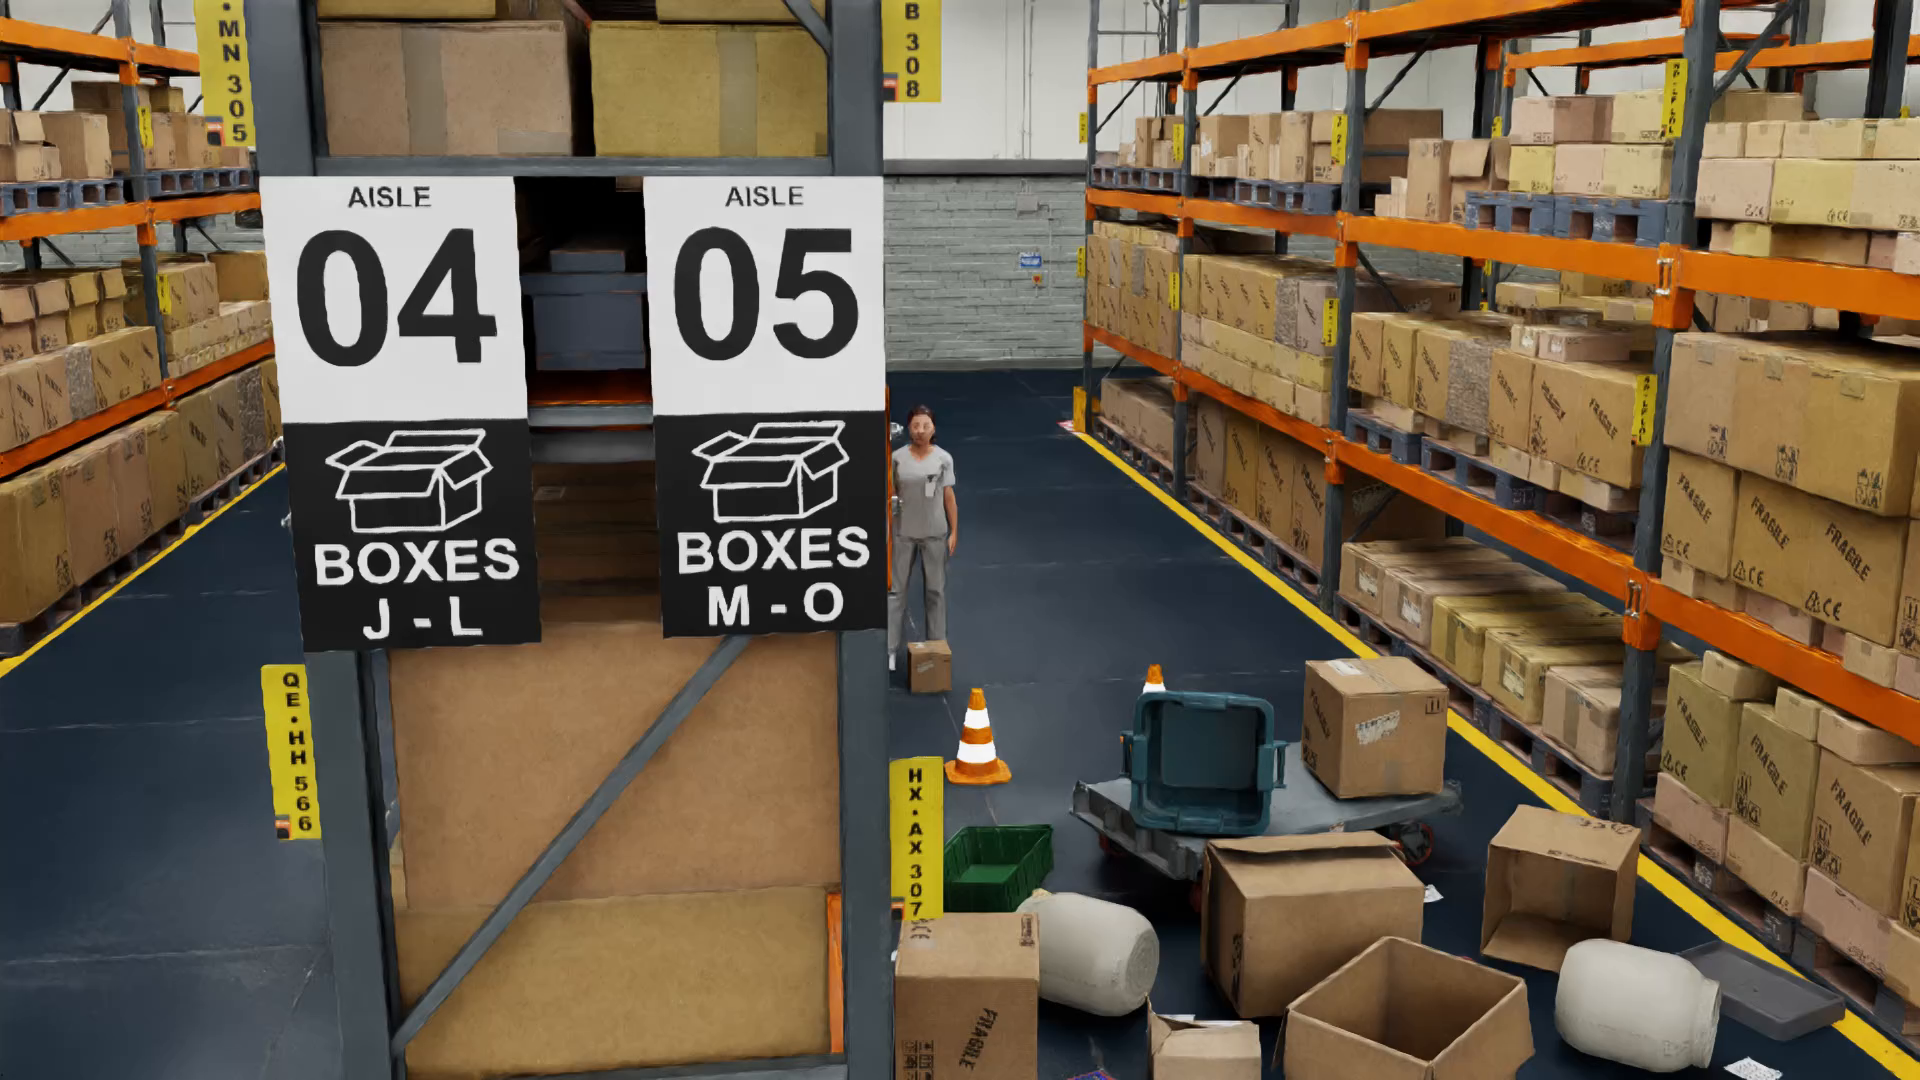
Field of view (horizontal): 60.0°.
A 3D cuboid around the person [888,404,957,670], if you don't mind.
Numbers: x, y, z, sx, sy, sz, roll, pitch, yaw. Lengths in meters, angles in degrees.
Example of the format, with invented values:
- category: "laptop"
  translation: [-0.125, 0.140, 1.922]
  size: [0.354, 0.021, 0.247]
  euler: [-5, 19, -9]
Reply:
- category: "person"
  translation: [-0.272, -0.018, 10.545]
  size: [0.498, 1.668, 0.451]
  euler: [1, 13, 4]
